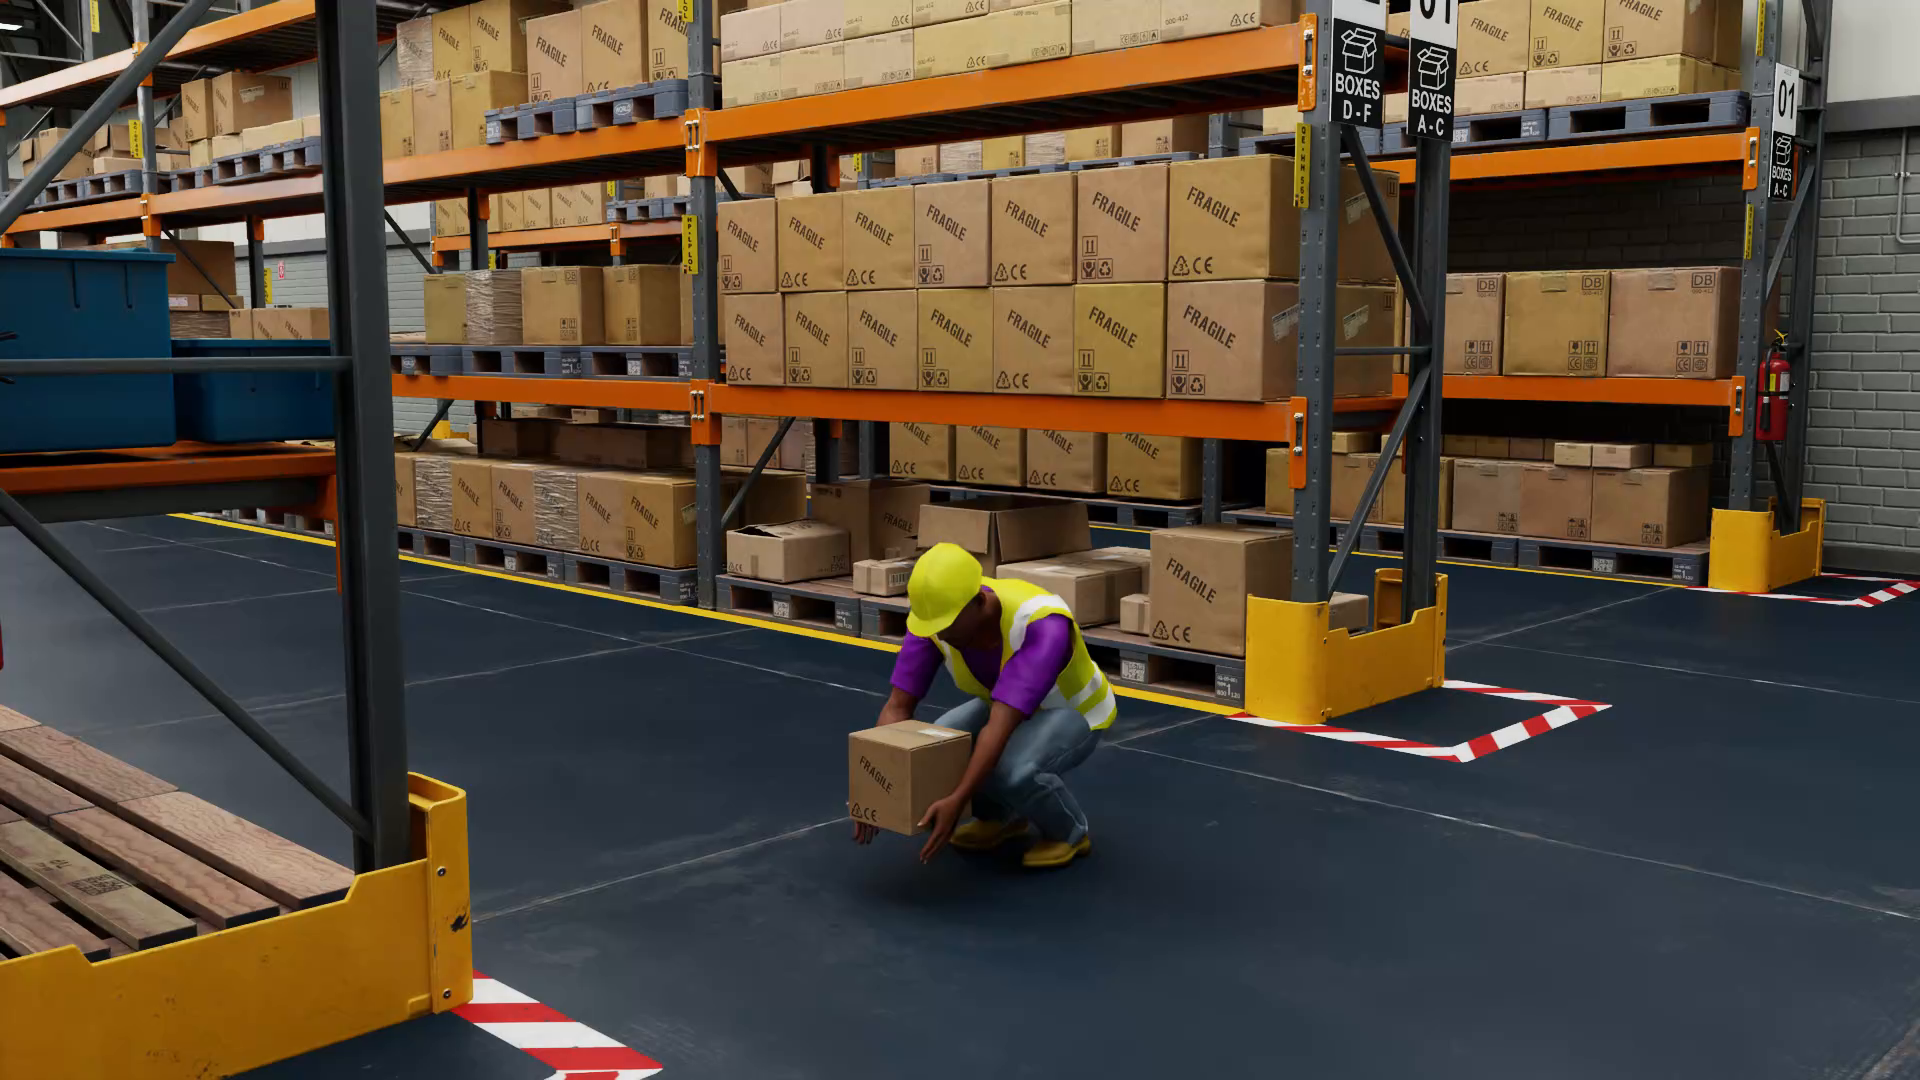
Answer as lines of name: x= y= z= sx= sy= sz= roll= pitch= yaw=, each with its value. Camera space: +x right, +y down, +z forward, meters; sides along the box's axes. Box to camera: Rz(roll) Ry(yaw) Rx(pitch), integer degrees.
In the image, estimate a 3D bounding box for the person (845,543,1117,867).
person: x=-6.003 y=-0.077 z=9.476 sx=15.740 sy=1.000 sz=2.546 roll=6 pitch=10 yaw=43
